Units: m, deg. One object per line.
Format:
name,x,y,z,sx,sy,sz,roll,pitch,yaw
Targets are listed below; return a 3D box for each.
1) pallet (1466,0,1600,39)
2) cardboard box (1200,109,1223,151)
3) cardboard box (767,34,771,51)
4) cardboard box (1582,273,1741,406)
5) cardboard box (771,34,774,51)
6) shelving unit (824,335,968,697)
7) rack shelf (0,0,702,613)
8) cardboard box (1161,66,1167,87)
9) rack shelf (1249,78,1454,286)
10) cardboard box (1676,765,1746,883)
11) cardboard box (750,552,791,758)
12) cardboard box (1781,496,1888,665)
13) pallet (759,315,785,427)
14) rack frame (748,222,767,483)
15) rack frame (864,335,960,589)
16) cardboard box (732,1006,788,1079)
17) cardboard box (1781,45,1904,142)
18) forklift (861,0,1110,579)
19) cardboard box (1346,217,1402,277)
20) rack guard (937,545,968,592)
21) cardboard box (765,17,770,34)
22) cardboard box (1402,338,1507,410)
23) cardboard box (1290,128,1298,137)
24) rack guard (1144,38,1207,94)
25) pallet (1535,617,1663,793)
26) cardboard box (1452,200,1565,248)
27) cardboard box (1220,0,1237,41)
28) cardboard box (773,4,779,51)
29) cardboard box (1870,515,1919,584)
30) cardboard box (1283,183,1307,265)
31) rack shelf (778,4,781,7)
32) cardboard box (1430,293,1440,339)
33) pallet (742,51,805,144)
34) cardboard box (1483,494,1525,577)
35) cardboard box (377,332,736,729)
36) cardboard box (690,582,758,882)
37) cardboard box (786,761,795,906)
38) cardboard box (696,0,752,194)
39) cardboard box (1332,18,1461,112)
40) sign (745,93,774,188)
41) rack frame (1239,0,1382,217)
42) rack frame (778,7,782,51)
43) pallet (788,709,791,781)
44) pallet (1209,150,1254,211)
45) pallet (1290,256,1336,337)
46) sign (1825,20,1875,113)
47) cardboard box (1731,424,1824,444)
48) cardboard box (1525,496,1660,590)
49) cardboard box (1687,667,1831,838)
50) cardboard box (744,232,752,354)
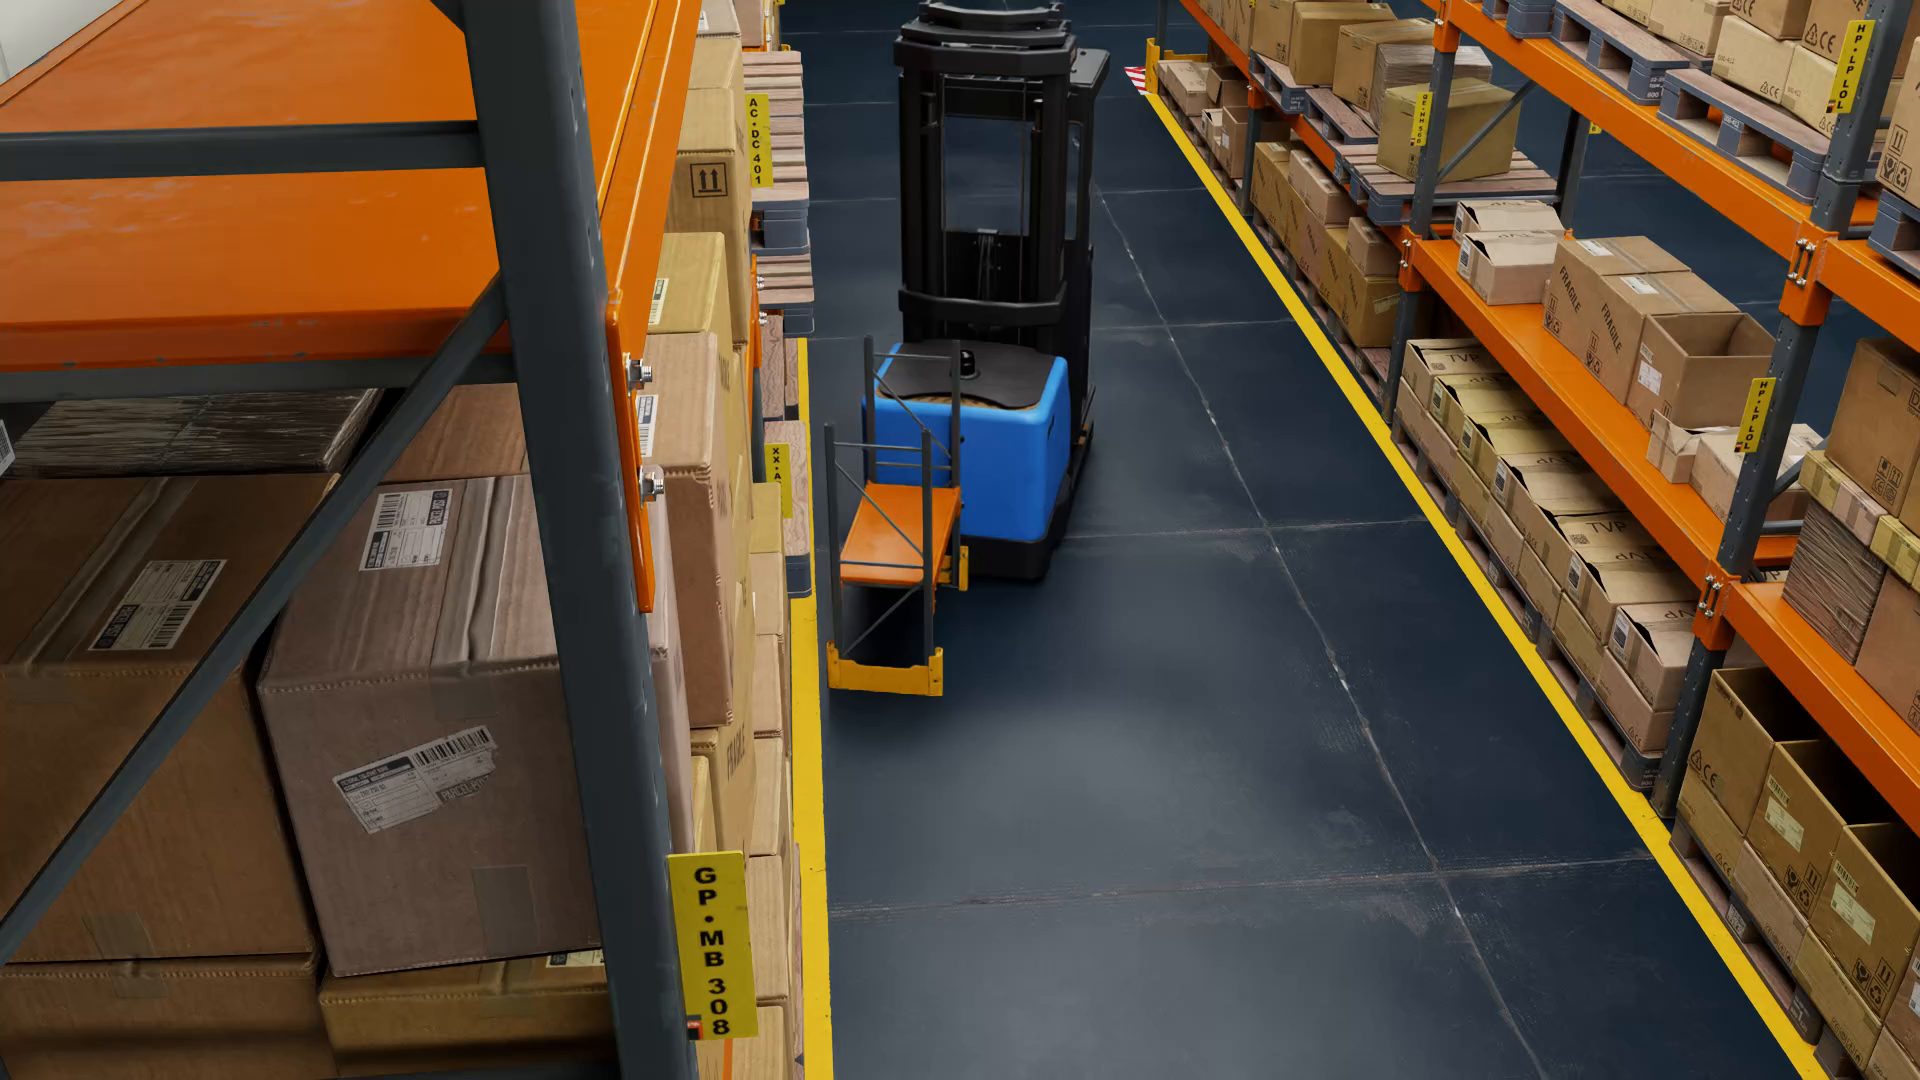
pallet,3.475,-2.968,9.053,1.213,0.211,1.003,-1,31,-2
cardboard box,2.543,-3.840,15.447,0.500,0.311,0.500,-3,31,-5
cardboard box,-1.496,-3.139,10.942,0.500,0.250,0.500,-3,31,-4
cardboard box,3.545,-1.021,8.438,0.500,0.500,0.500,-3,31,-5
cardboard box,-1.593,-3.345,12.018,0.500,0.500,0.500,-3,31,-4
shelving unit,-0.313,-0.141,8.523,0.587,1.500,1.083,4,31,6
rack shelf,-1.049,-1.066,3.464,1.077,0.370,4.000,-3,31,-5
cardboard box,2.295,-4.802,17.199,0.380,0.166,0.250,-3,31,-5
rack shelf,3.136,-2.815,12.240,1.077,0.370,4.000,-3,31,-5
cardboard box,3.438,1.190,7.104,0.500,0.250,0.500,-3,31,-5
cardboard box,-0.831,0.393,5.562,0.500,0.500,0.500,-3,31,-5
cardboard box,3.744,0.122,6.523,0.700,0.500,0.500,-4,31,-6
pallet,-1.383,-0.773,8.306,1.003,0.211,1.213,-3,31,-5
rack frame,-1.235,0.178,6.527,1.000,3.000,0.127,-3,31,-5
rack frame,-0.247,-0.394,8.948,0.500,1.500,0.032,4,31,6
cardboard box,-0.643,1.443,3.804,0.500,0.500,0.500,-3,31,-4
cardboard box,3.648,-1.780,6.616,0.500,0.250,0.500,0,31,1
forklift,0.251,-1.782,9.876,1.130,2.935,3.031,6,31,10
cardboard box,2.992,-2.036,11.511,0.500,0.250,0.500,-2,31,-3
rack guard,-0.248,0.143,9.268,0.587,0.250,0.087,4,31,6
cardboard box,-1.550,-3.399,11.378,0.500,0.250,0.500,-3,31,-6
cardboard box,3.079,-1.062,10.329,0.500,0.311,0.500,-2,31,-3
cardboard box,3.034,-3.784,15.494,0.380,0.166,0.250,-3,31,-5
rack guard,2.582,-5.076,17.761,1.175,0.500,0.348,-3,31,-5
pallet,3.589,0.762,8.269,1.003,0.211,1.213,-3,31,-5
cardboard box,3.313,-1.877,10.055,0.500,0.311,0.500,-1,31,-1
cardboard box,2.597,-4.694,14.587,0.500,0.500,0.500,-2,31,-3
cardboard box,-2.017,-4.313,13.753,0.980,0.700,0.700,-2,31,-4
cardboard box,3.578,0.024,6.055,0.380,0.149,0.250,-4,31,-6
cardboard box,2.852,-2.475,12.978,0.500,0.500,0.500,-2,31,-4
rack shelf,-2.170,-4.618,15.259,1.077,0.370,4.000,-3,31,-5
cardboard box,3.510,-1.732,11.734,0.500,0.500,0.500,-4,31,-6
pallet,-1.287,-1.879,7.228,1.213,0.211,1.003,-3,31,-5
cardboard box,3.229,-0.038,9.161,0.500,0.250,0.500,-2,31,-4
cardboard box,-0.652,-0.015,2.833,0.500,0.500,0.500,-3,31,-5
cardboard box,-0.659,0.423,3.076,0.500,0.500,0.500,-1,31,-1
cardboard box,-0.789,0.972,5.324,0.500,0.250,0.500,-3,31,-5
cardboard box,-0.919,-1.347,5.064,0.500,0.500,0.500,-5,31,-9
cardboard box,3.175,-3.470,12.127,0.700,0.500,0.500,-11,32,-17
sign,-0.696,-1.361,5.675,0.100,0.325,0.005,-3,31,-5
rack frame,2.949,-4.145,13.765,1.000,3.000,0.127,-3,31,-5
rack frame,-2.357,-5.948,16.784,1.000,3.000,0.127,-3,31,-5
pallet,-1.310,0.978,7.907,1.003,0.211,1.213,-3,31,-5
pallet,2.886,-3.299,15.068,1.003,0.211,1.213,-3,31,-5
pallet,3.180,-1.910,12.743,1.003,0.211,1.213,-3,31,-5
sign,3.157,-1.675,5.893,0.100,0.325,0.005,-3,31,-5
cardboard box,3.817,-0.415,7.766,0.380,0.149,0.250,-3,31,-5
cardboard box,3.274,-0.015,8.575,0.500,0.311,0.500,-3,31,-5
cardboard box,3.428,0.869,6.911,0.500,0.500,0.500,-3,31,-5
cardboard box,-0.942,-0.914,5.313,0.500,0.500,0.500,-2,31,-3
